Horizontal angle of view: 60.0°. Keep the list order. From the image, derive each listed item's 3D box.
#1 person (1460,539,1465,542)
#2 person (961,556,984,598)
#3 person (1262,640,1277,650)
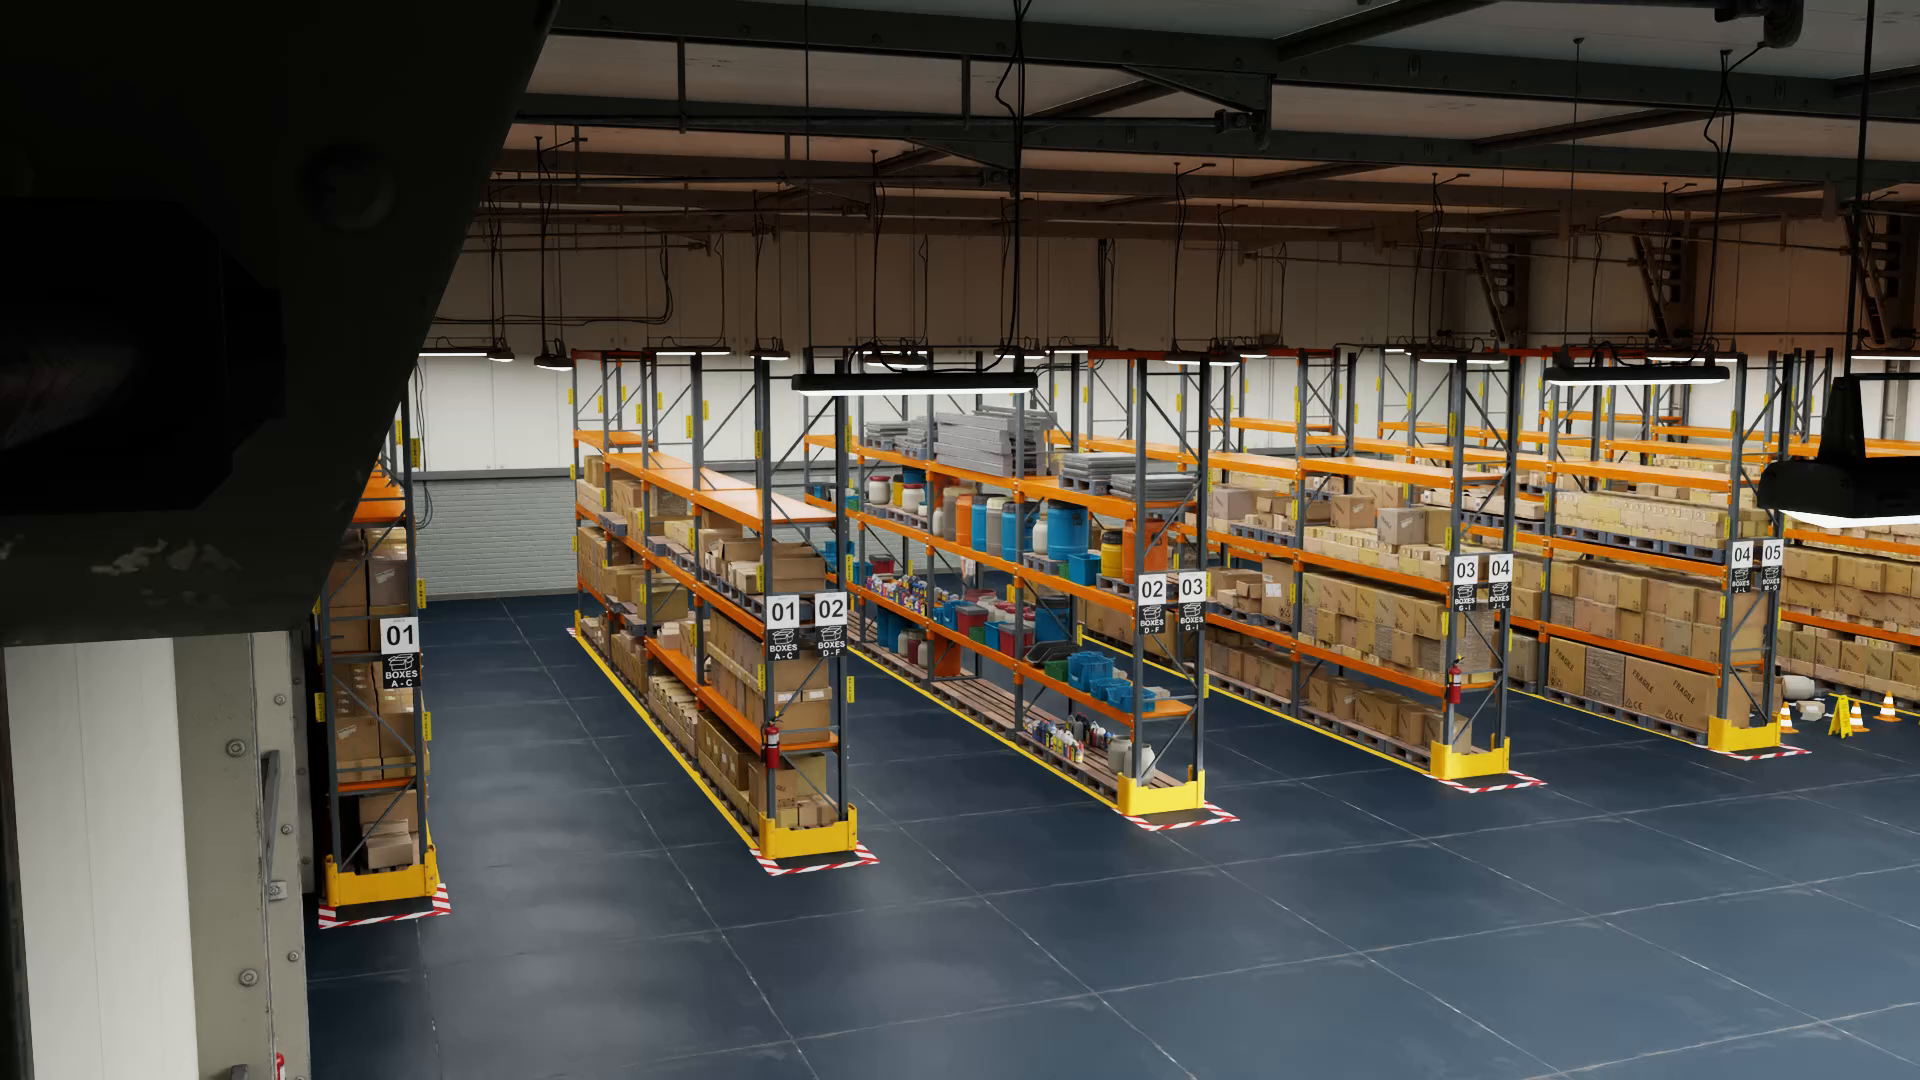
[{"bbox_3d":[11.177,0.855,36.965,0.558,1.748,0.547,7,10,44],"label":"person"},{"bbox_3d":[0.300,0.733,38.006,0.589,1.705,1.085,-1,7,-11],"label":"person"},{"bbox_3d":[6.234,1.362,33.491,0.486,1.603,0.857,-3,8,-23],"label":"person"}]
